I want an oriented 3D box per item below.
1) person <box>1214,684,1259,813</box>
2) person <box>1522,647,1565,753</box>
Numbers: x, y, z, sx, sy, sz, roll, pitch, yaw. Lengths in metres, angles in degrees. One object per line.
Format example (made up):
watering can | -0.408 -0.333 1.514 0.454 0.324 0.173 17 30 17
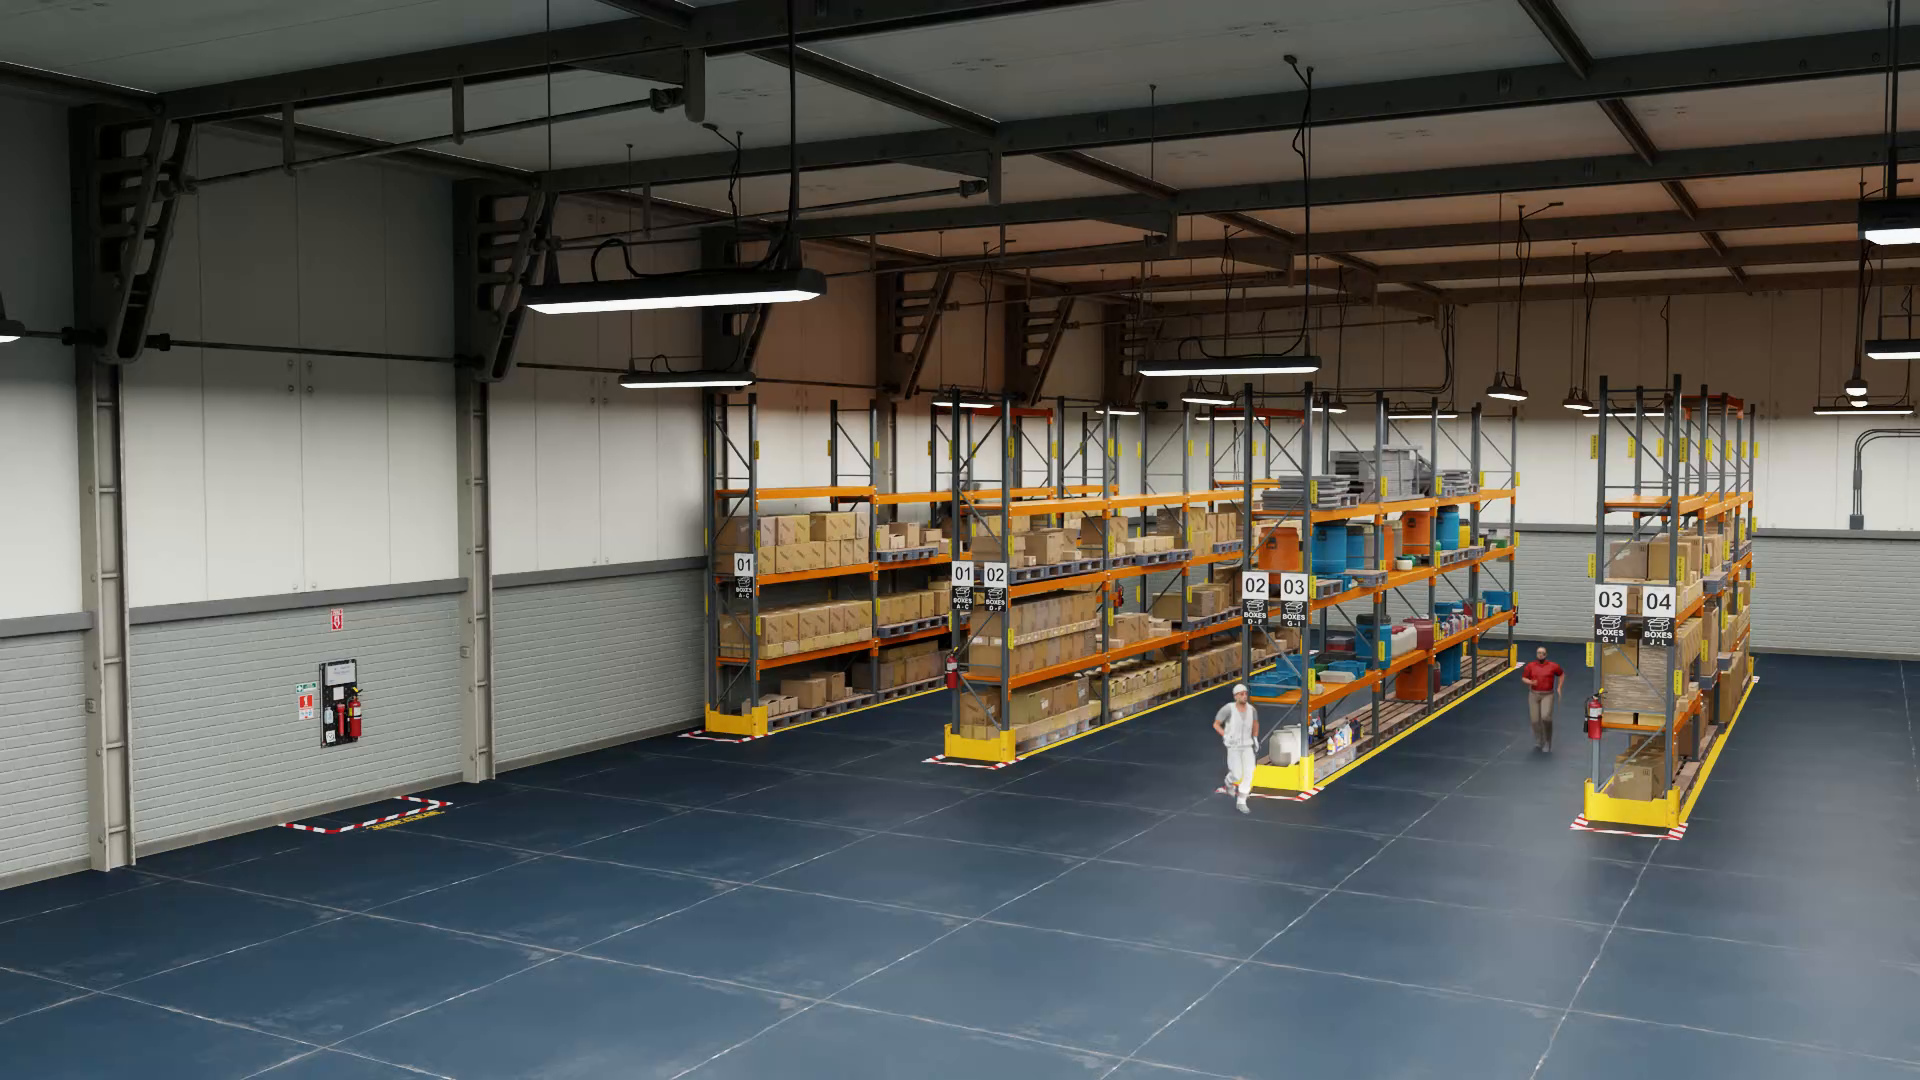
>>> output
person | 3.879 2.885 23.213 0.695 1.766 0.672 -1 3 -13
person | 9.661 2.661 27.627 0.637 1.774 0.739 2 4 29
